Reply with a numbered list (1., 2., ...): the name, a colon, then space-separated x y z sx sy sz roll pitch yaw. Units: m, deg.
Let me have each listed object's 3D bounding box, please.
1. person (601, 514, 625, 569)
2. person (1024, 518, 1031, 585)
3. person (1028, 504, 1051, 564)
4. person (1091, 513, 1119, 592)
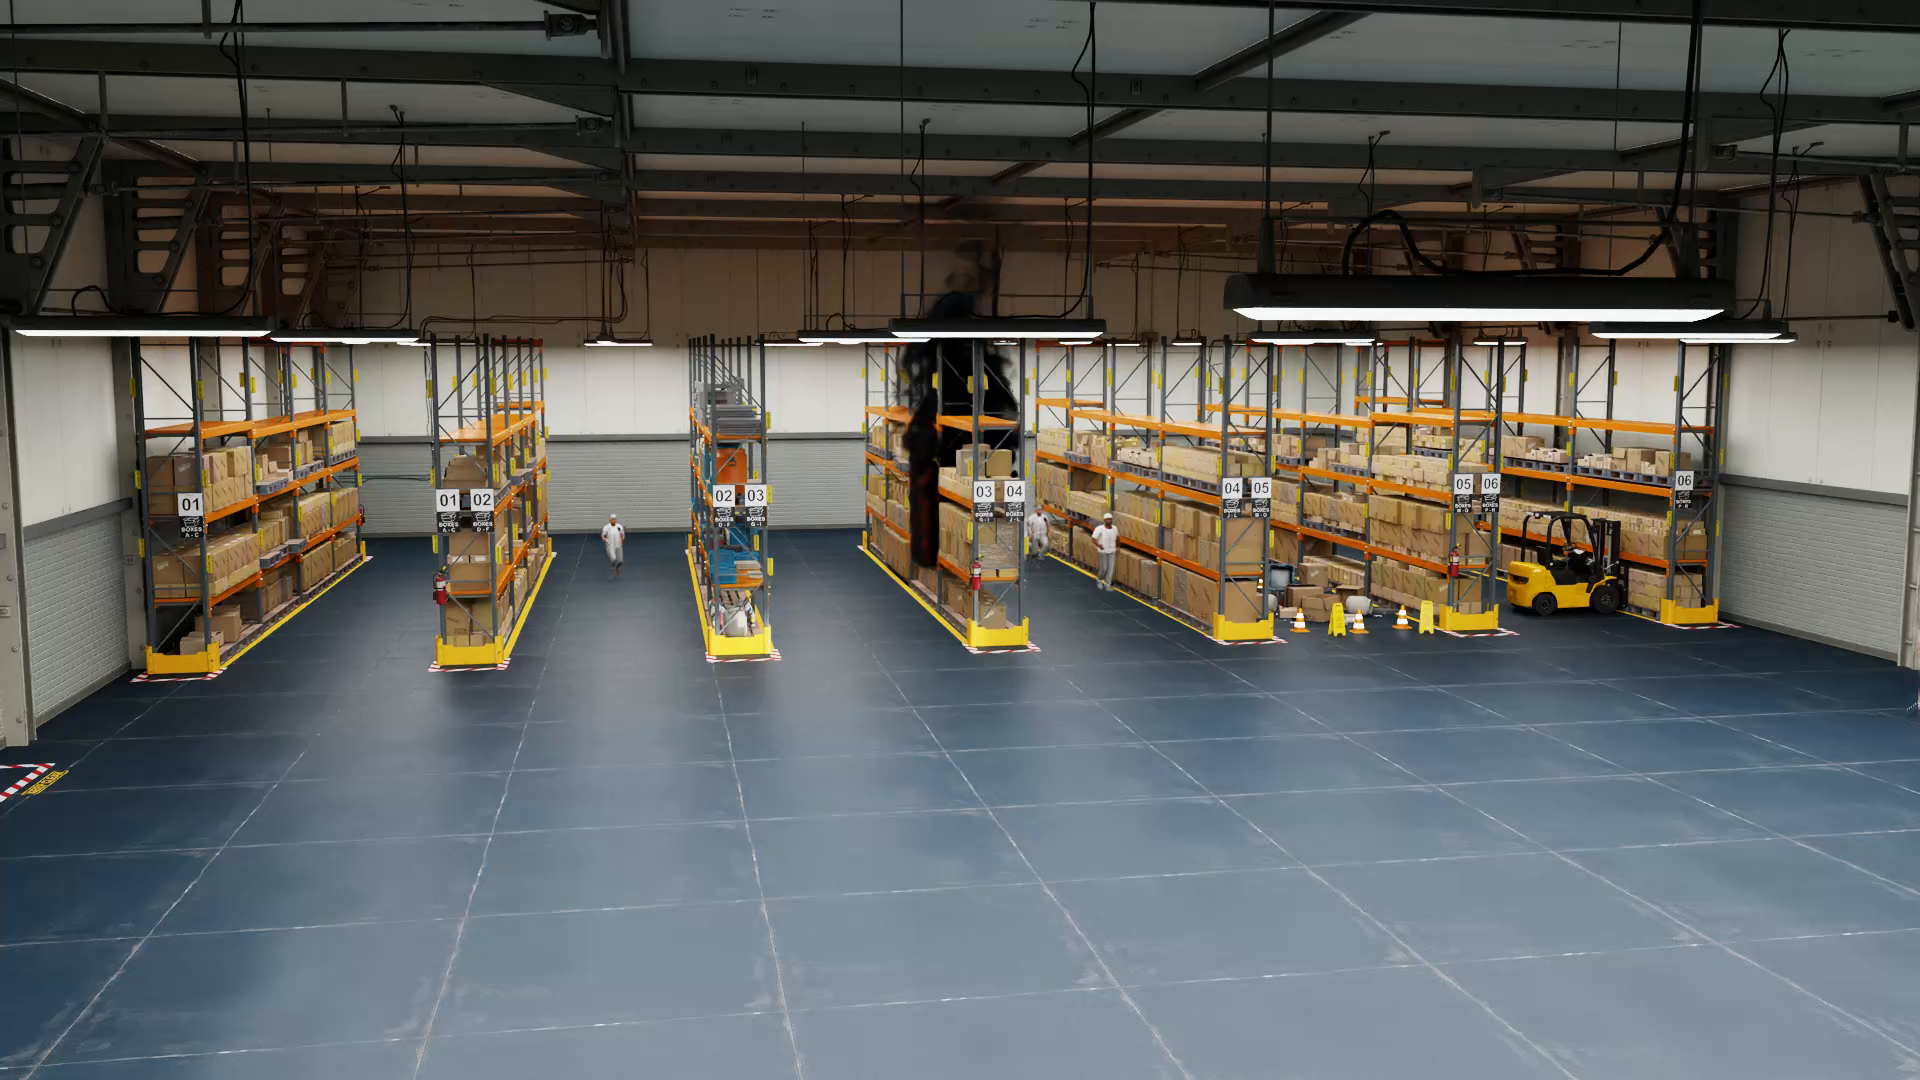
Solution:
1. person: -8.536 0.062 41.037 0.603 1.386 0.588 -3 7 -21
2. person: 1.388 0.147 39.083 0.672 1.837 0.723 -1 7 -12
3. person: 2.064 -0.145 43.151 0.677 1.605 0.878 -1 7 -12
4. person: 3.320 0.269 37.497 0.697 1.757 0.703 -2 7 -18
